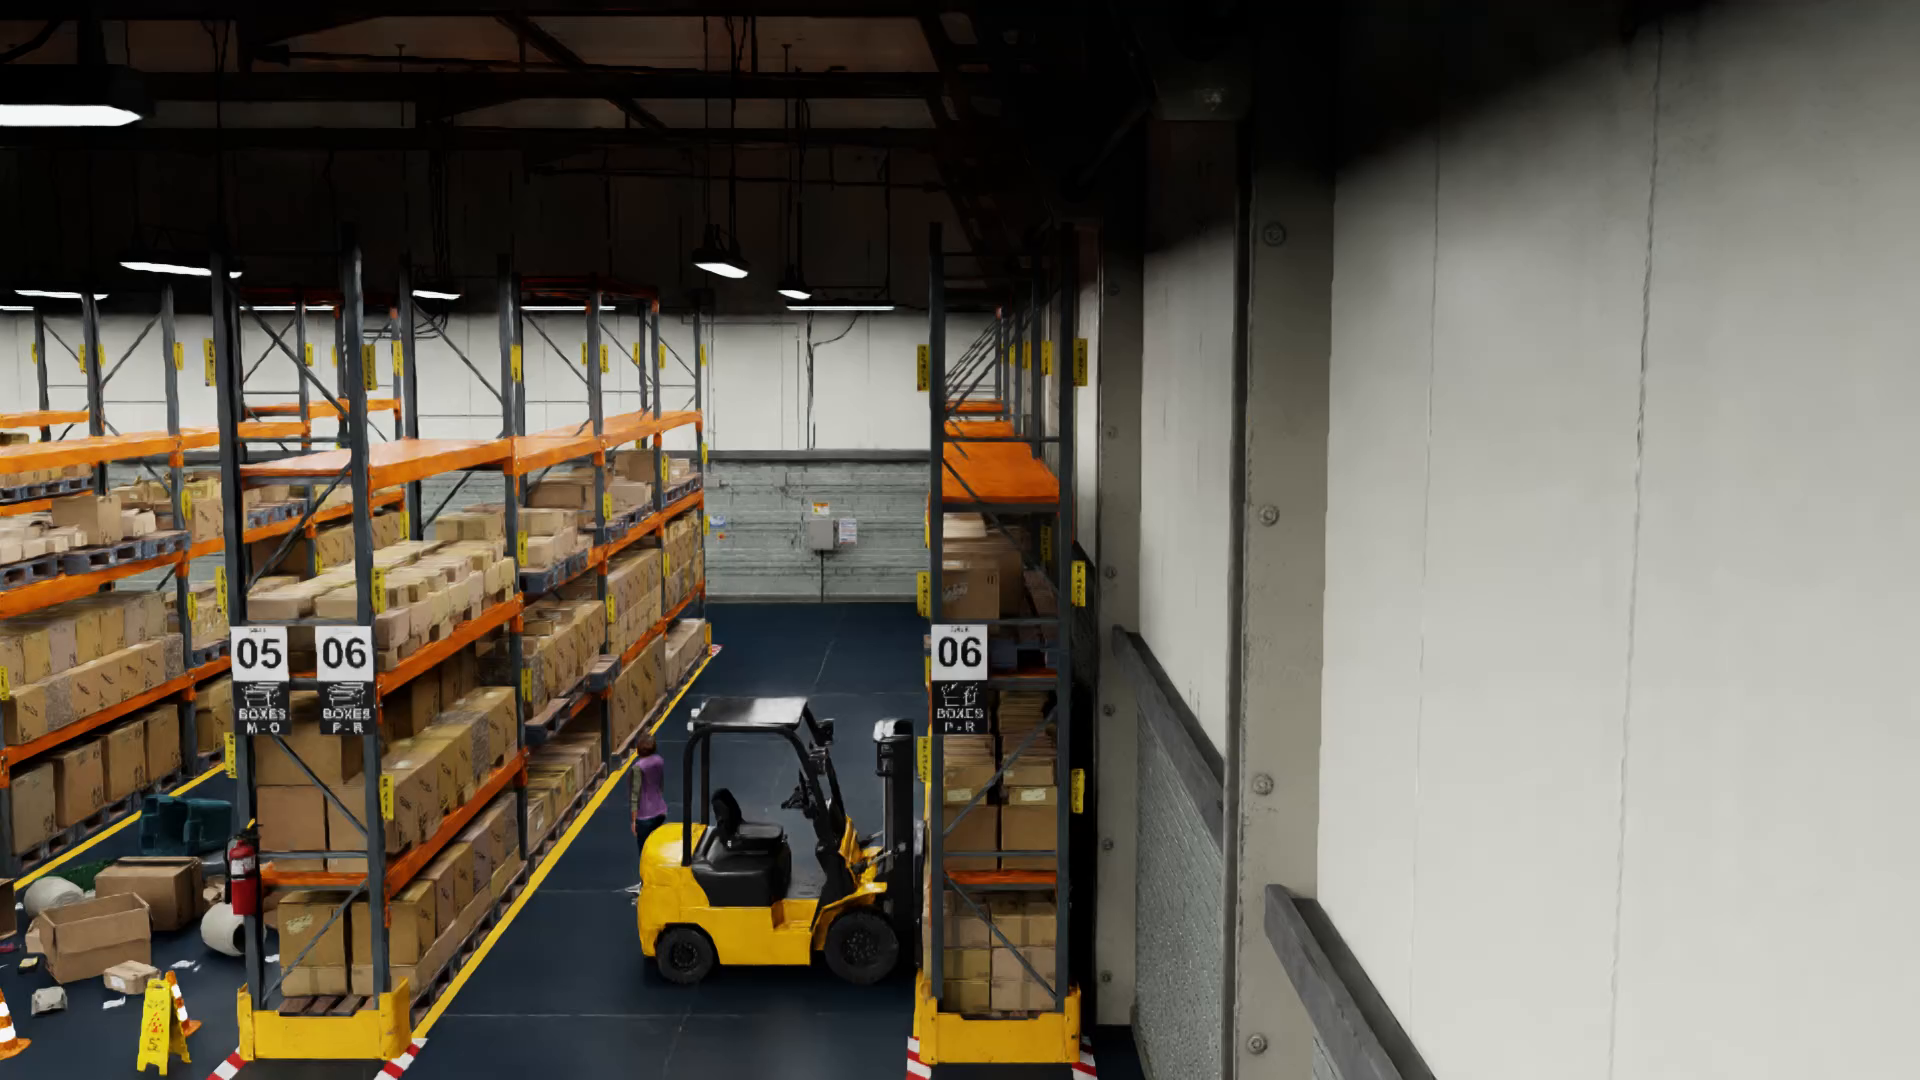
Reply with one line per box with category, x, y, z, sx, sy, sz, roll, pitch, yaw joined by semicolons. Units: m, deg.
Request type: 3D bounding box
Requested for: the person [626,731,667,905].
person;-2.939;2.567;15.484;0.493;1.596;0.509;3;7;26
